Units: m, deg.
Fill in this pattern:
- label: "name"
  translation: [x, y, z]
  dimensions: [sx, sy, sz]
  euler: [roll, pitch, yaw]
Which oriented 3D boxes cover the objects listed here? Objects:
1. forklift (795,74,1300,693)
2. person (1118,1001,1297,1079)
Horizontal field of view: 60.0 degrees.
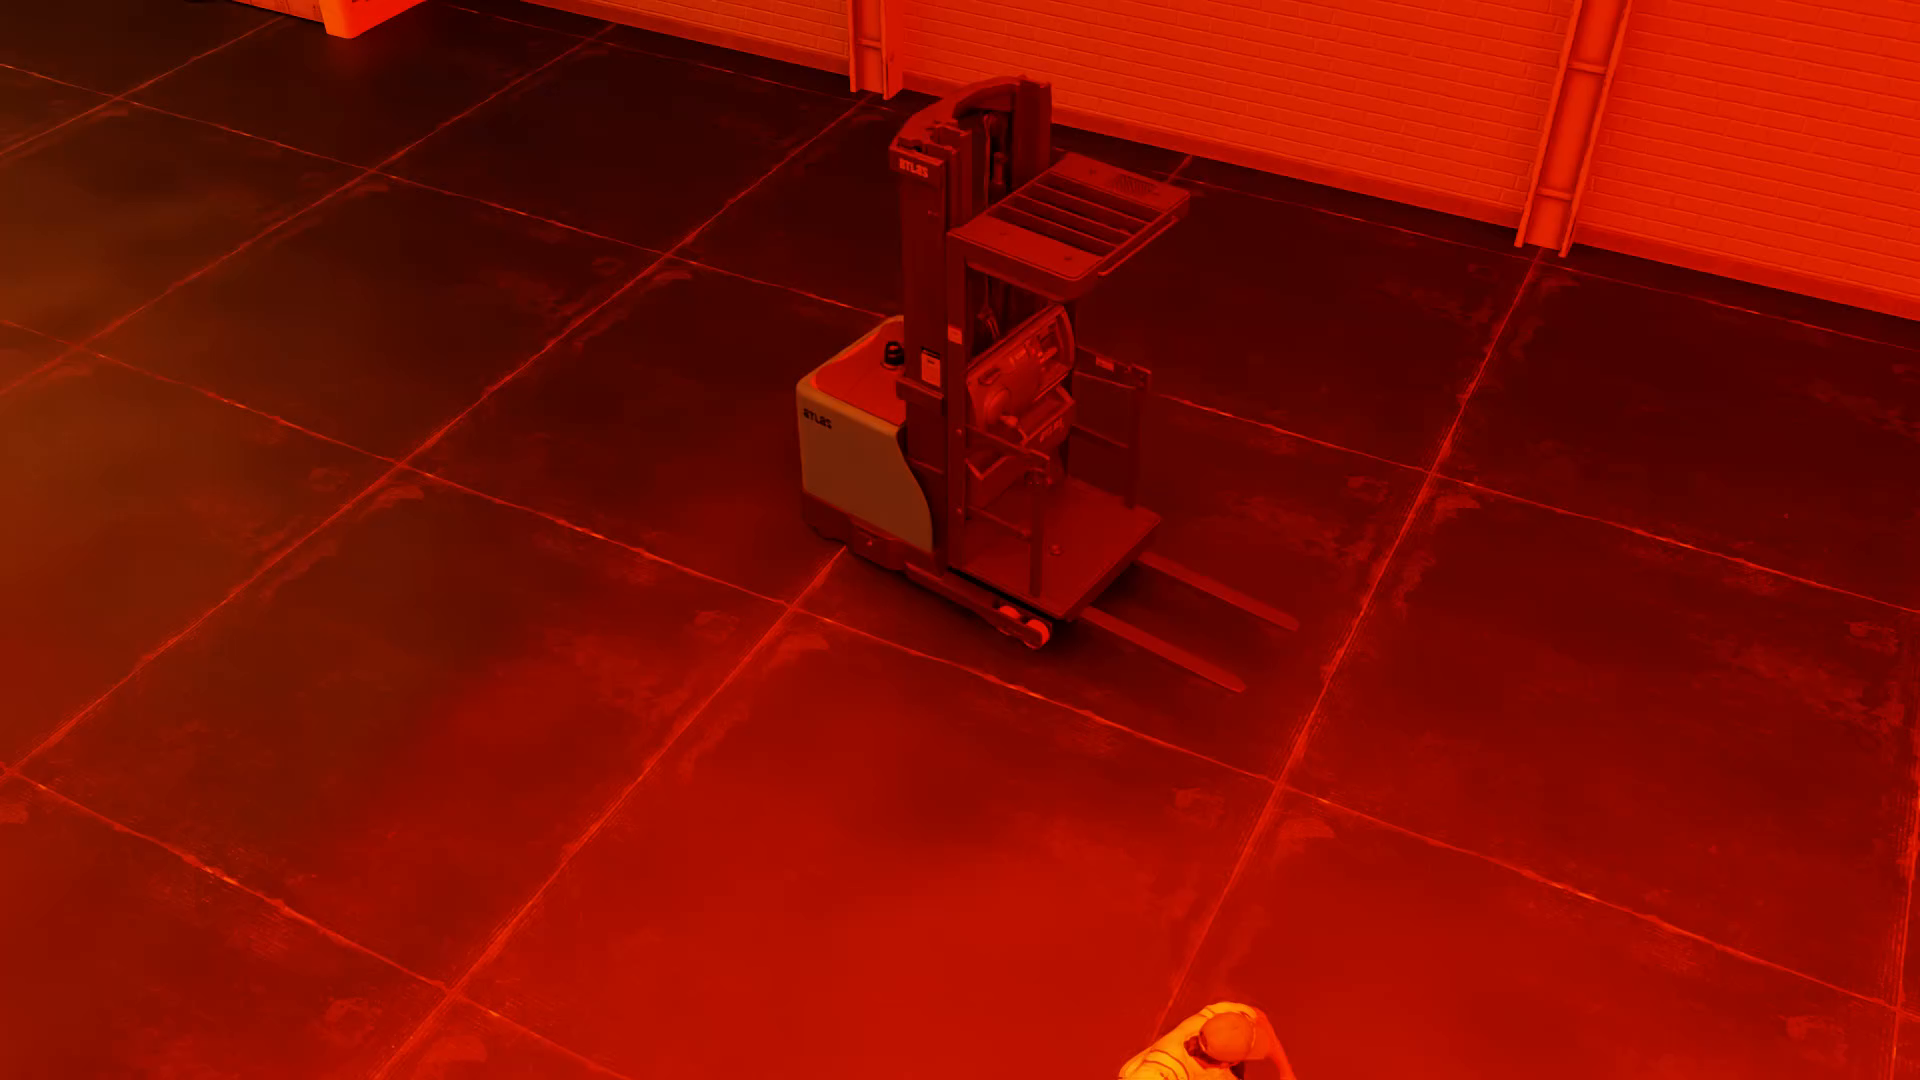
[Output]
- label: "forklift"
  translation: [0.504, -0.890, 9.043]
  dimensions: [3.031, 2.935, 1.130]
  euler: [26, 47, 27]
- label: "person"
  translation: [0.815, 2.262, 6.484]
  dimensions: [0.936, 1.568, 0.520]
  euler: [-21, 44, -23]
